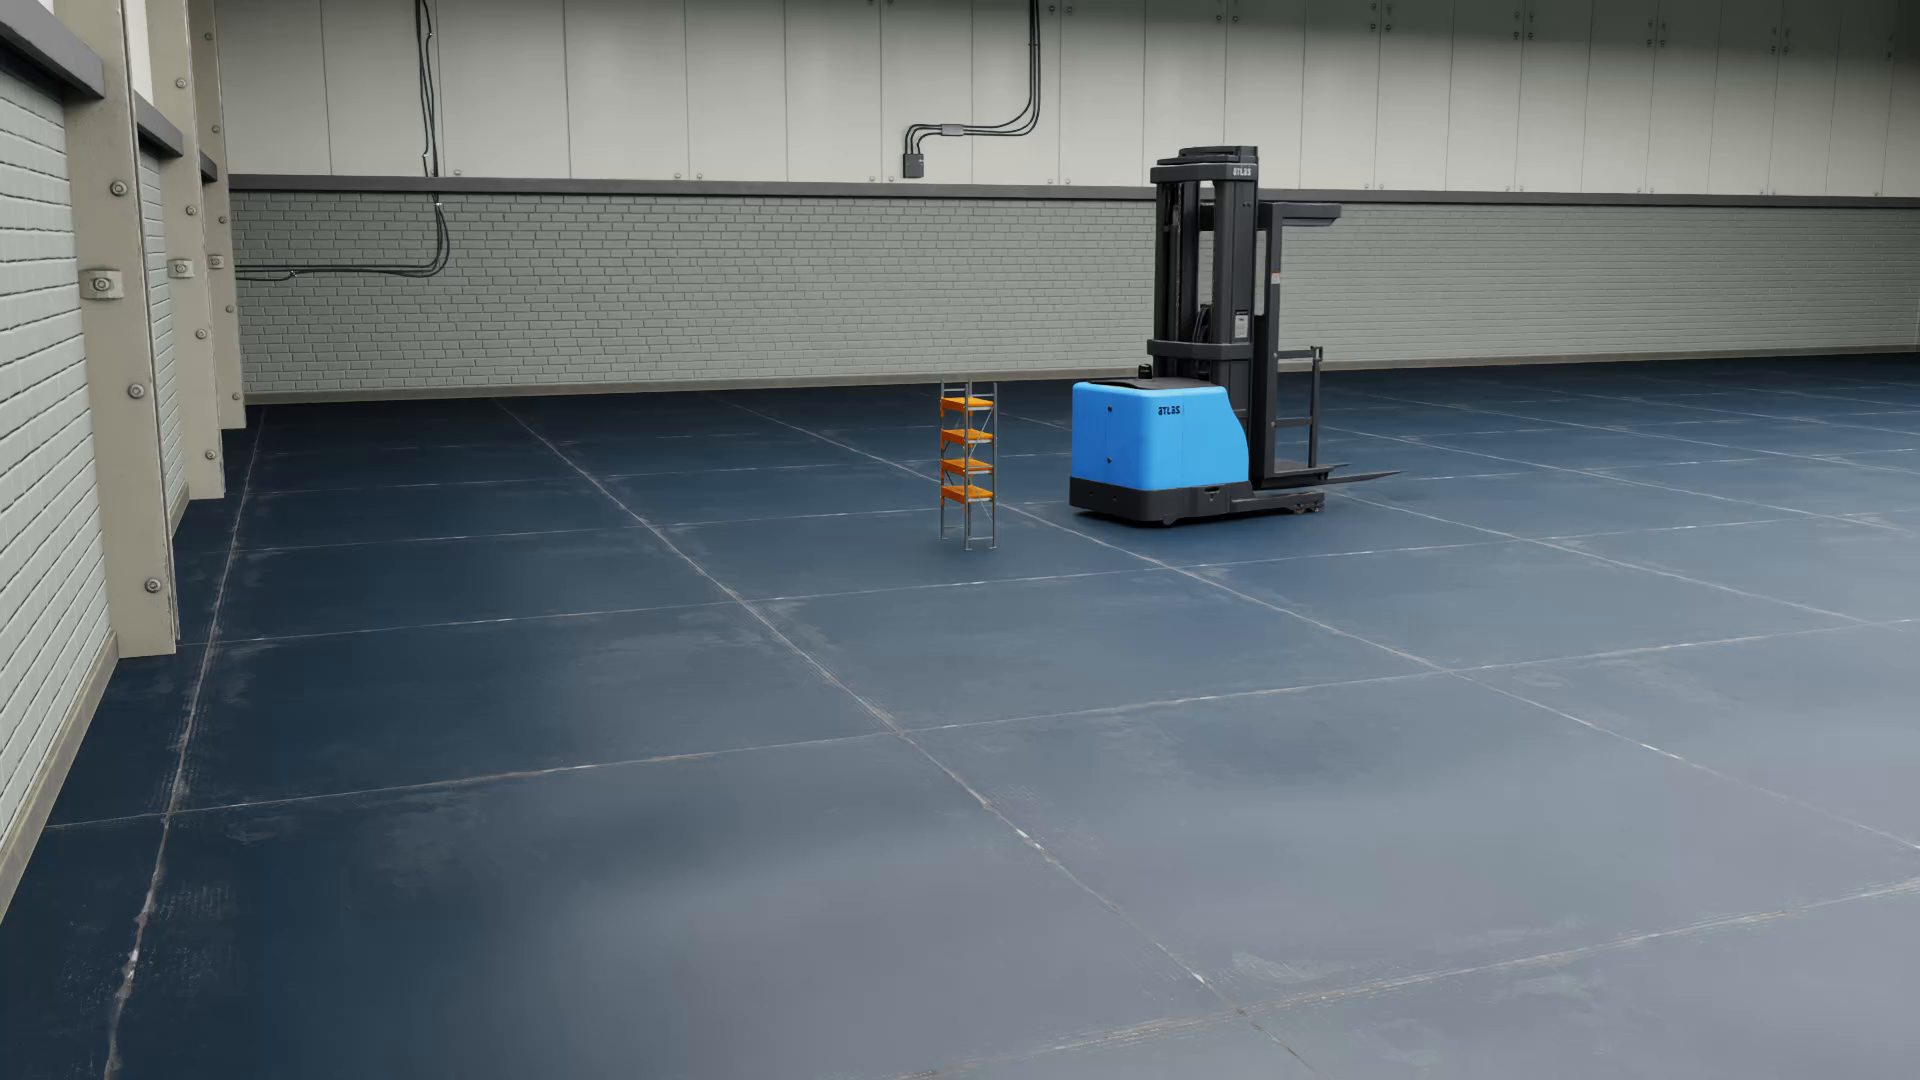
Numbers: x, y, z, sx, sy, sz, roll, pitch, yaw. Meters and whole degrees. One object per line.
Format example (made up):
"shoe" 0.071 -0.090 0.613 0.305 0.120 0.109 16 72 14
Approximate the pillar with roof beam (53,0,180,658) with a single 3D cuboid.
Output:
"pillar with roof beam" -0.440 -4.113 9.848 9.100 9.000 0.400 -4 11 -21

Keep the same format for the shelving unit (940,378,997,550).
"shelving unit" 0.060 -0.564 12.163 0.258 1.200 0.503 -4 11 -21

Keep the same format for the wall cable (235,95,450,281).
"wall cable" -8.636 -4.835 22.771 3.097 2.526 0.112 -4 11 -21

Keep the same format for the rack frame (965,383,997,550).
"rack frame" 0.148 -0.524 11.939 0.240 1.200 0.015 -4 11 -21

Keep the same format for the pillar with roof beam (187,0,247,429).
"pillar with roof beam" -4.788 -6.072 20.860 9.100 9.000 0.400 -4 11 -21

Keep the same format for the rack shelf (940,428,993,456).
"rack shelf" 0.060 -0.718 12.136 0.258 0.148 0.480 -4 11 -21

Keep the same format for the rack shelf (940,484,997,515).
"rack shelf" 0.060 -0.302 12.210 0.258 0.148 0.480 -4 11 -21

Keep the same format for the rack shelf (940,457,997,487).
"rack shelf" 0.060 -0.497 12.175 0.258 0.148 0.480 -4 11 -21

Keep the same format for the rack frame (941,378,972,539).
"rack frame" -0.028 -0.604 12.387 0.240 1.200 0.015 -4 11 -21

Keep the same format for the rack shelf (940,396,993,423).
"rack shelf" 0.060 -0.951 12.094 0.258 0.148 0.480 -4 11 -21

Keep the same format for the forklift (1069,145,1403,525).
"forklift" 2.413 -1.729 13.772 3.031 2.935 1.130 -6 12 -32

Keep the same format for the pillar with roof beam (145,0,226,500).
"pillar with roof beam" -2.614 -5.092 15.354 9.100 9.000 0.400 -4 11 -21

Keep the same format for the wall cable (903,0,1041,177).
"wall cable" 0.218 -8.638 25.574 2.305 6.003 0.169 -4 11 -21

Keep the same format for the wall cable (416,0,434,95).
"wall cable" -6.114 -7.493 23.294 3.097 2.526 0.112 -4 11 -21
